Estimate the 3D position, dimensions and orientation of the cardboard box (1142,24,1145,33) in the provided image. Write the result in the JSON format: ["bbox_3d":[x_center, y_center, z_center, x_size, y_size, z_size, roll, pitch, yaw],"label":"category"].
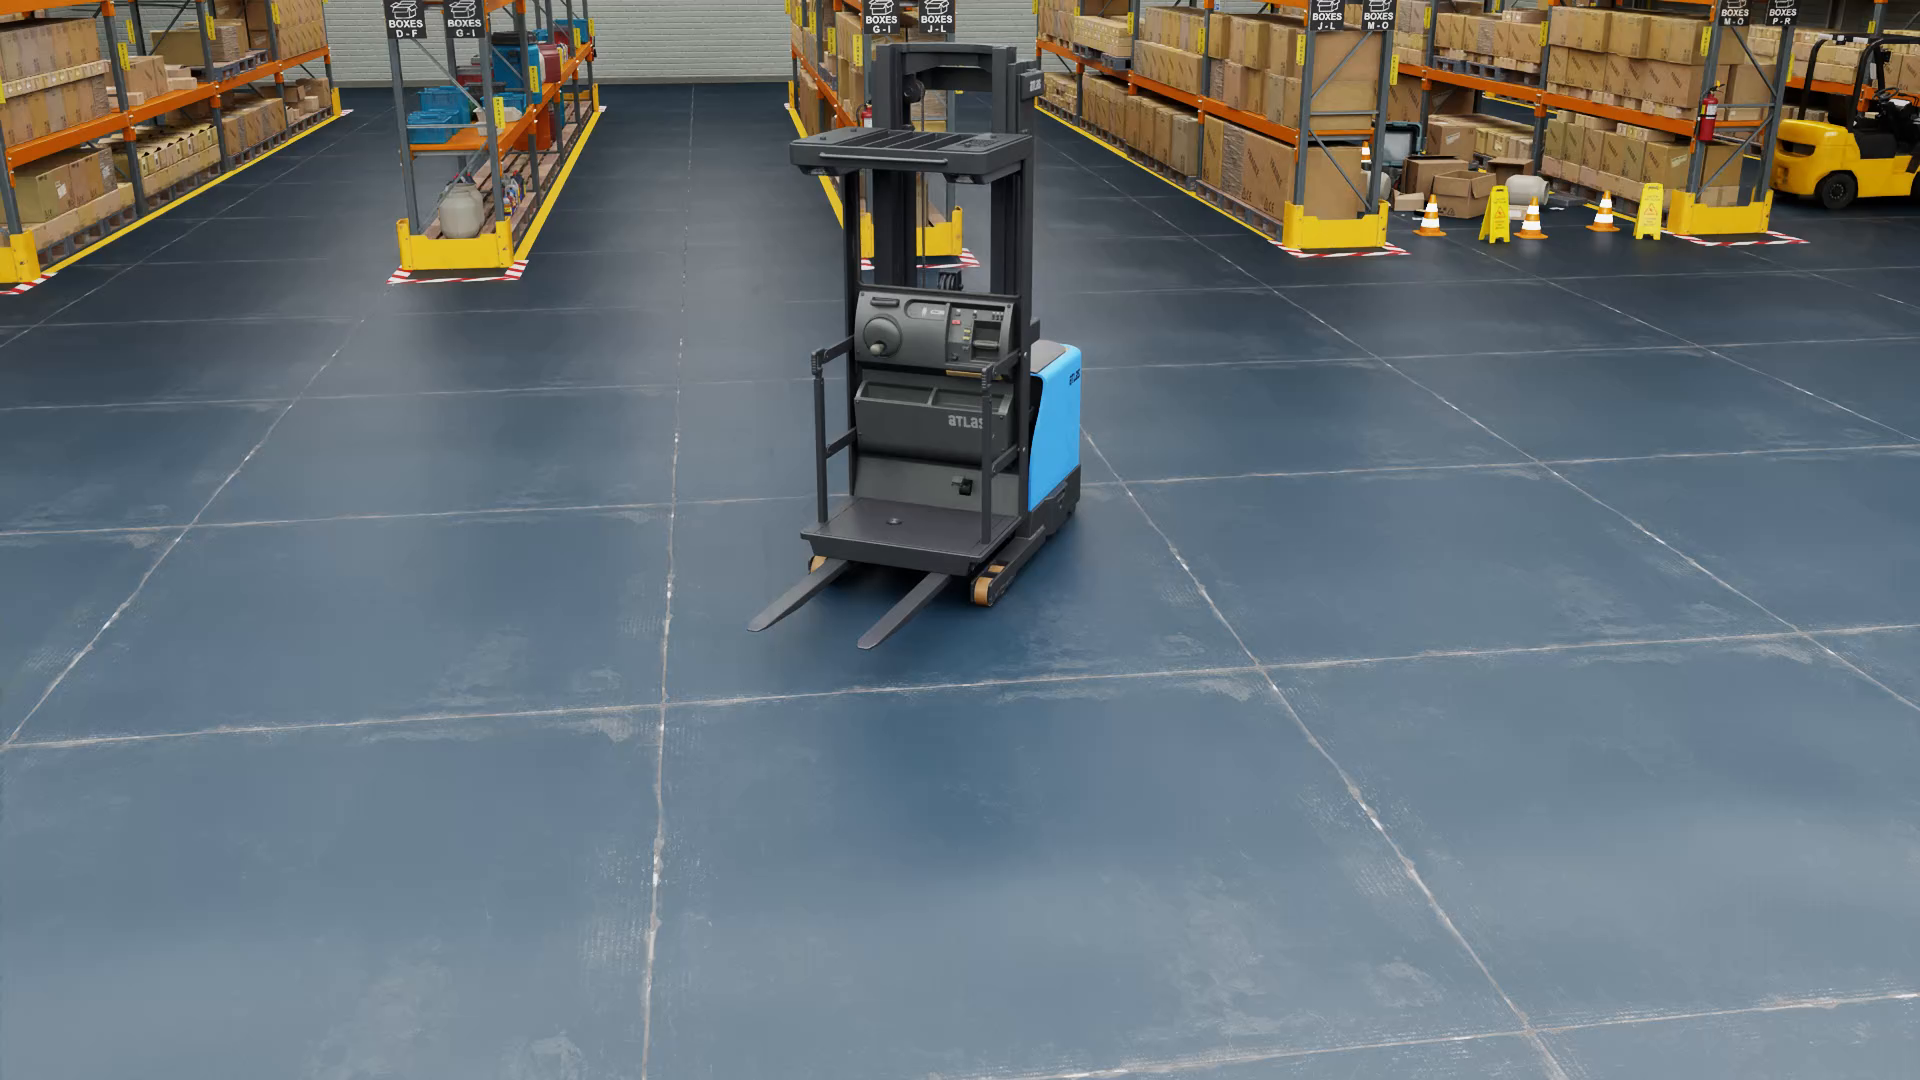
[{"bbox_3d":[3.228,-8.431,27.410,0.380,0.149,0.250,-4,21,-10],"label":"cardboard box"}]

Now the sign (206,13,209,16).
[{"bbox_3d":[-12.626,-8.680,27.932,0.100,0.325,0.005,-3,21,-8],"label":"sign"}]

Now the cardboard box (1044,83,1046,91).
[{"bbox_3d":[1.864,-9.112,33.374,0.380,0.149,0.250,-3,21,-8],"label":"cardboard box"}]

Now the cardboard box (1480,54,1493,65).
[{"bbox_3d":[8.144,-7.313,25.268,0.380,0.149,0.250,-2,21,-6],"label":"cardboard box"}]

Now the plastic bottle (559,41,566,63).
[{"bbox_3d":[-6.732,-8.228,28.030,0.144,0.351,0.185,-3,21,-8],"label":"plastic bottle"}]

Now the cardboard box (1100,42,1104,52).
[{"bbox_3d":[2.542,-8.215,27.682,0.380,0.149,0.250,-4,21,-10],"label":"cardboard box"}]

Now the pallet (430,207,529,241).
[{"bbox_3d":[-5.800,-3.819,20.140,1.003,0.211,1.213,-3,21,-8],"label":"pallet"}]

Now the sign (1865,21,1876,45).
[{"bbox_3d":[13.049,-7.259,23.823,0.100,0.325,0.005,-3,21,-8],"label":"sign"}]

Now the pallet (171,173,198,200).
[{"bbox_3d":[-11.261,-4.905,23.047,1.003,0.211,1.213,-3,21,-8],"label":"pallet"}]

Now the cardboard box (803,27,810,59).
[{"bbox_3d":[-2.468,-8.678,29.021,0.500,0.500,0.500,-3,21,-8],"label":"cardboard box"}]

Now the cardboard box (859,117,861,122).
[{"bbox_3d":[-0.999,-5.051,19.811,0.380,0.149,0.250,-3,21,-8],"label":"cardboard box"}]

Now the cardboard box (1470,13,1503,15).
[{"bbox_3d":[8.437,-8.157,26.602,0.500,0.500,0.500,-4,21,-9],"label":"cardboard box"}]

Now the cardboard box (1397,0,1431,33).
[{"bbox_3d":[7.681,-8.776,27.855,0.500,0.500,0.500,-3,21,-7],"label":"cardboard box"}]

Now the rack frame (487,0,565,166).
[{"bbox_3d":[-6.612,-7.168,25.121,1.000,3.000,0.127,-3,21,-8],"label":"rack frame"}]

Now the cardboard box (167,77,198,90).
[{"bbox_3d":[-11.111,-6.505,23.704,0.380,0.149,0.250,-3,21,-8],"label":"cardboard box"}]

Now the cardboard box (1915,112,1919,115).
[{"bbox_3d":[13.846,-6.001,23.897,0.500,0.250,0.500,-3,21,-7],"label":"cardboard box"}]

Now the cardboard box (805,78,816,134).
[{"bbox_3d":[-1.910,-7.168,27.558,1.225,0.875,0.875,-3,21,-8],"label":"cardboard box"}]

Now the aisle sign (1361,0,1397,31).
[{"bbox_3d":[4.673,-6.072,18.470,0.394,0.787,0.004,-3,21,-8],"label":"aisle sign"}]

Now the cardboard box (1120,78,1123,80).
[{"bbox_3d":[3.054,-7.971,29.172,0.500,0.250,0.500,-2,21,-5],"label":"cardboard box"}]

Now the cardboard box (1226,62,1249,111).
[{"bbox_3d":[3.917,-5.809,21.268,0.875,0.550,0.550,-3,21,-8],"label":"cardboard box"}]

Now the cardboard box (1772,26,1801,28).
[{"bbox_3d":[13.380,-8.240,26.921,0.380,0.149,0.250,-3,21,-8],"label":"cardboard box"}]

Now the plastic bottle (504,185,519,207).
[{"bbox_3d":[-5.563,-4.270,20.626,0.152,0.276,0.135,-3,21,-7],"label":"plastic bottle"}]

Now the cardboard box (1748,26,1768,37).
[{"bbox_3d":[12.864,-8.215,26.854,0.380,0.149,0.250,-2,21,-6],"label":"cardboard box"}]

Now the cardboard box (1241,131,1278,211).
[{"bbox_3d":[4.074,-4.601,20.684,0.875,0.875,0.875,-3,21,-9],"label":"cardboard box"}]

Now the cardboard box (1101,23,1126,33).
[{"bbox_3d":[2.545,-8.491,27.572,0.380,0.149,0.250,-3,21,-8],"label":"cardboard box"}]

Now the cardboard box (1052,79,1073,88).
[{"bbox_3d":[2.008,-8.890,32.355,0.380,0.149,0.250,-3,21,-7],"label":"cardboard box"}]

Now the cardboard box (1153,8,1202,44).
[{"bbox_3d":[3.342,-7.817,25.288,0.700,0.500,0.500,-3,21,-9],"label":"cardboard box"}]

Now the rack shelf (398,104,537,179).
[{"bbox_3d":[-5.747,-4.754,19.685,1.077,0.370,4.000,-3,21,-8],"label":"rack shelf"}]

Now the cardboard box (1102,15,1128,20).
[{"bbox_3d":[2.814,-9.389,30.498,0.500,0.500,0.500,-3,21,-9],"label":"cardboard box"}]

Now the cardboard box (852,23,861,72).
[{"bbox_3d":[-0.959,-5.654,19.069,0.500,0.500,0.500,-3,21,-8],"label":"cardboard box"}]

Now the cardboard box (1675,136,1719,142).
[{"bbox_3d":[9.323,-4.890,21.280,0.500,0.500,0.500,-4,21,-10],"label":"cardboard box"}]

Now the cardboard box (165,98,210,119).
[{"bbox_3d":[-11.893,-6.637,25.572,0.500,0.250,0.500,-2,21,-6],"label":"cardboard box"}]

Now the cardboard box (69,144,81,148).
[{"bbox_3d":[-11.180,-4.618,20.552,0.500,0.500,0.500,-3,21,-8],"label":"cardboard box"}]

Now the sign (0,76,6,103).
[{"bbox_3d":[-9.810,-4.618,16.944,0.100,0.325,0.005,-3,21,-8],"label":"sign"}]

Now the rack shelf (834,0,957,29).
[{"bbox_3d":[-0.845,-6.409,19.829,1.077,0.370,4.000,-3,21,-8],"label":"rack shelf"}]

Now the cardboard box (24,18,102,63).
[{"bbox_3d":[-10.867,-6.036,20.093,0.700,0.500,0.500,-3,21,-7],"label":"cardboard box"}]

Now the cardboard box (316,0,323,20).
[{"bbox_3d":[-12.331,-10.065,31.304,0.500,0.500,0.500,-3,21,-8],"label":"cardboard box"}]

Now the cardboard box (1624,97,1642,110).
[{"bbox_3d":[8.730,-5.588,21.250,0.380,0.149,0.250,-3,21,-8],"label":"cardboard box"}]

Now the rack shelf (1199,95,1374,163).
[{"bbox_3d":[4.077,-5.219,20.930,1.077,0.370,4.000,-3,21,-8],"label":"rack shelf"}]

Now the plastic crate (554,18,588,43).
[{"bbox_3d":[-7.532,-9.876,32.236,0.616,0.435,0.499,-3,21,-8],"label":"plastic crate"}]

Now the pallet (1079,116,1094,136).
[{"bbox_3d":[2.750,-7.442,29.841,1.003,0.211,1.213,-3,21,-8],"label":"pallet"}]

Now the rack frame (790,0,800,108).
[{"bbox_3d":[-2.863,-10.188,33.206,1.000,3.000,0.127,-3,21,-8],"label":"rack frame"}]

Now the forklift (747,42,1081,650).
[{"bbox_3d":[-0.224,-1.167,9.151,1.130,2.935,3.031,8,22,19],"label":"forklift"}]

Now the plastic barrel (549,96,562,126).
[{"bbox_3d":[-7.024,-7.333,27.960,0.600,0.901,0.708,-3,21,-8],"label":"plastic barrel"}]

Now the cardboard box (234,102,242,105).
[{"bbox_3d":[-12.174,-6.976,27.550,0.500,0.500,0.500,-3,21,-7],"label":"cardboard box"}]

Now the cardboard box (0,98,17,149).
[{"bbox_3d":[-10.415,-4.359,17.457,0.700,0.500,0.500,-3,21,-8],"label":"cardboard box"}]

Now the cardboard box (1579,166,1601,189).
[{"bbox_3d":[8.658,-4.856,22.260,0.500,0.250,0.500,-3,21,-8],"label":"cardboard box"}]

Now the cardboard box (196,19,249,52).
[{"bbox_3d":[-12.243,-8.373,27.604,0.700,0.500,0.500,-10,23,-26],"label":"cardboard box"}]

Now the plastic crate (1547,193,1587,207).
[{"bbox_3d":[8.088,-4.580,22.365,0.402,0.080,0.583,-11,23,-26],"label":"plastic crate"}]

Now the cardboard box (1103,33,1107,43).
[{"bbox_3d":[2.574,-8.270,27.404,0.380,0.149,0.250,-3,21,-8],"label":"cardboard box"}]

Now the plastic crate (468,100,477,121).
[{"bbox_3d":[-6.119,-5.200,20.154,0.450,0.188,0.662,-3,21,-8],"label":"plastic crate"}]

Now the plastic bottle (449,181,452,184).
[{"bbox_3d":[-6.241,-4.236,20.427,0.144,0.351,0.185,-3,21,-8],"label":"plastic bottle"}]

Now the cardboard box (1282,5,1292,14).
[{"bbox_3d":[6.812,-10.844,33.391,0.500,0.500,0.500,-3,21,-9],"label":"cardboard box"}]

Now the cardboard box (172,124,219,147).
[{"bbox_3d":[-11.194,-5.922,24.313,0.500,0.311,0.500,-2,21,-6],"label":"cardboard box"}]

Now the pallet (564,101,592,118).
[{"bbox_3d":[-7.684,-8.344,32.256,1.003,0.211,1.213,-3,21,-8],"label":"pallet"}]

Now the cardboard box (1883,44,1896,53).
[{"bbox_3d":[13.370,-7.012,23.632,0.380,0.149,0.250,-3,21,-9],"label":"cardboard box"}]
